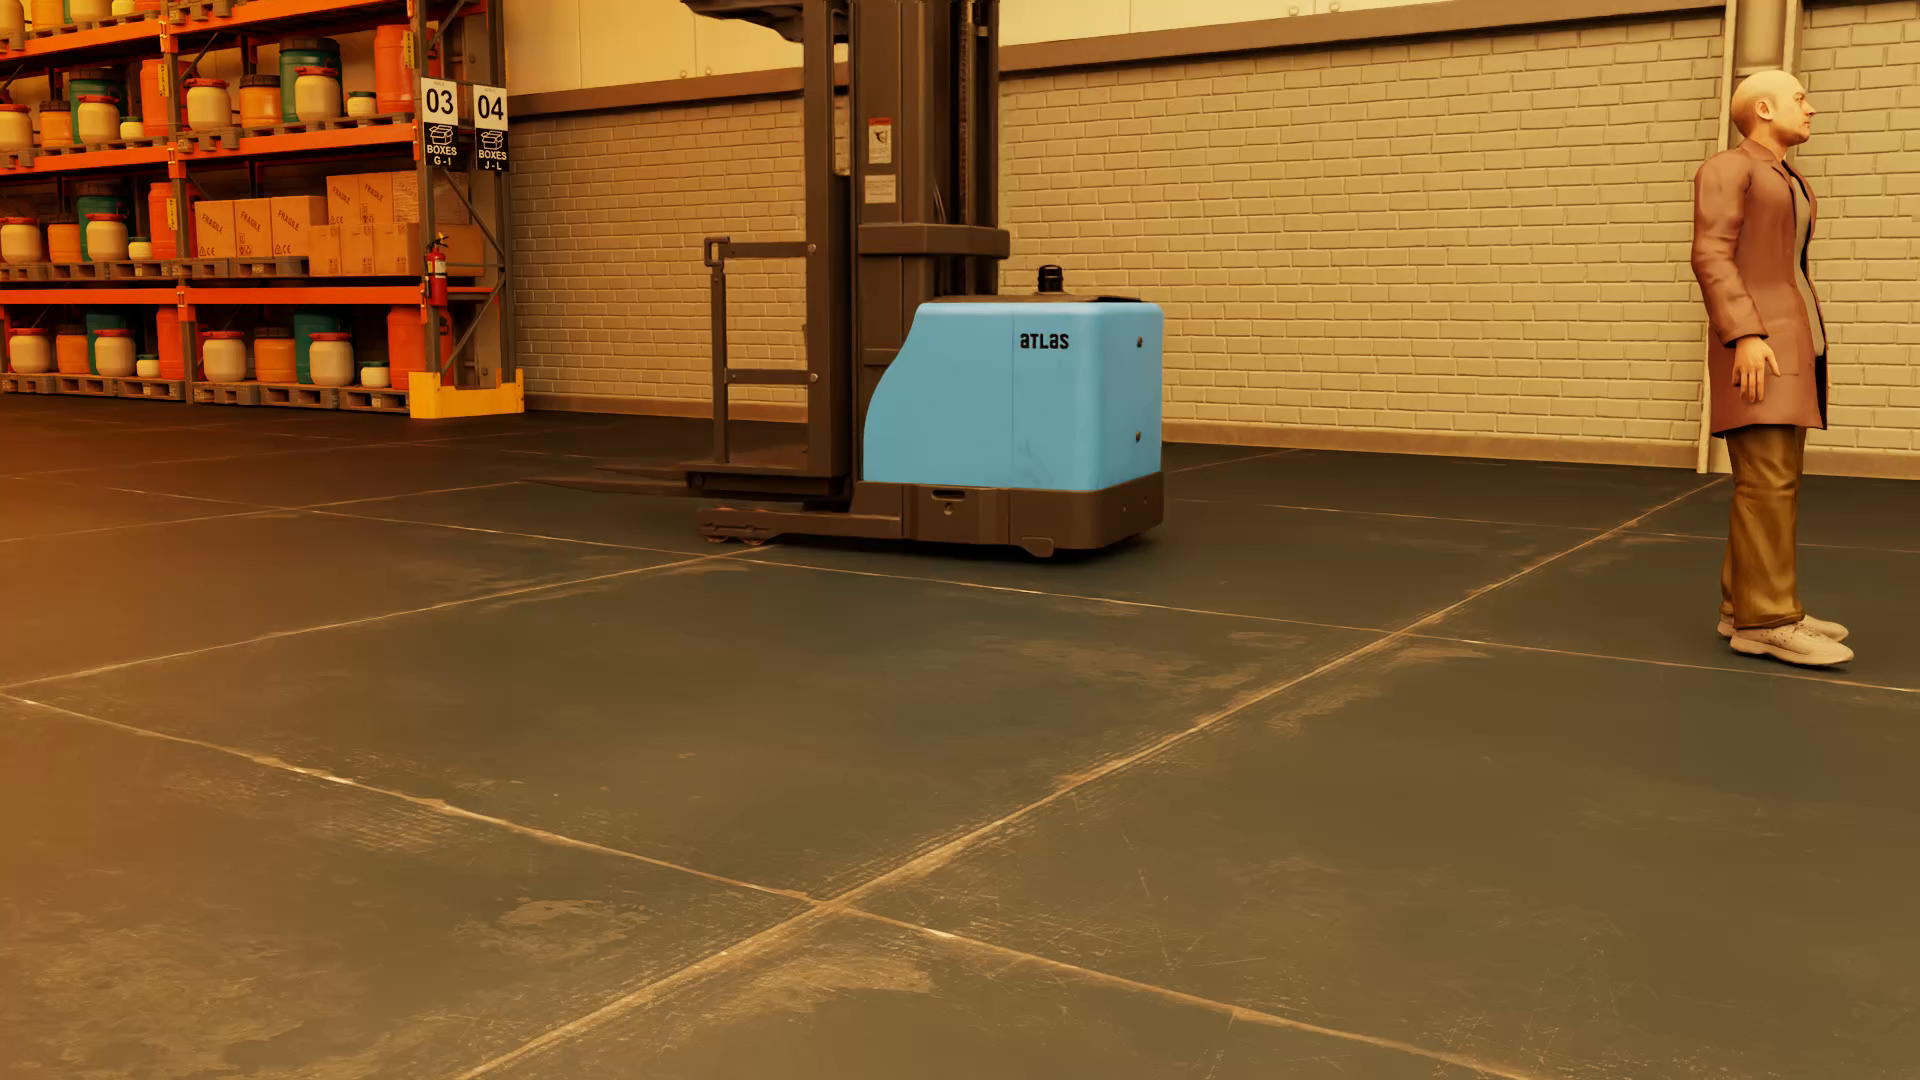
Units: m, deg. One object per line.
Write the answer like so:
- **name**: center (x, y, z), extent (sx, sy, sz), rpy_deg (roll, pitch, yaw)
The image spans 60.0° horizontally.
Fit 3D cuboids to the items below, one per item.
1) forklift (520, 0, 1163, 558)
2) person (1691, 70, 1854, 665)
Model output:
- **forklift**: center (-0.631, -1.488, 7.656), extent (3.031, 2.935, 1.130), rpy_deg (3, 9, 23)
- **person**: center (2.590, -0.550, 5.132), extent (0.582, 1.768, 0.695), rpy_deg (8, 11, 43)
